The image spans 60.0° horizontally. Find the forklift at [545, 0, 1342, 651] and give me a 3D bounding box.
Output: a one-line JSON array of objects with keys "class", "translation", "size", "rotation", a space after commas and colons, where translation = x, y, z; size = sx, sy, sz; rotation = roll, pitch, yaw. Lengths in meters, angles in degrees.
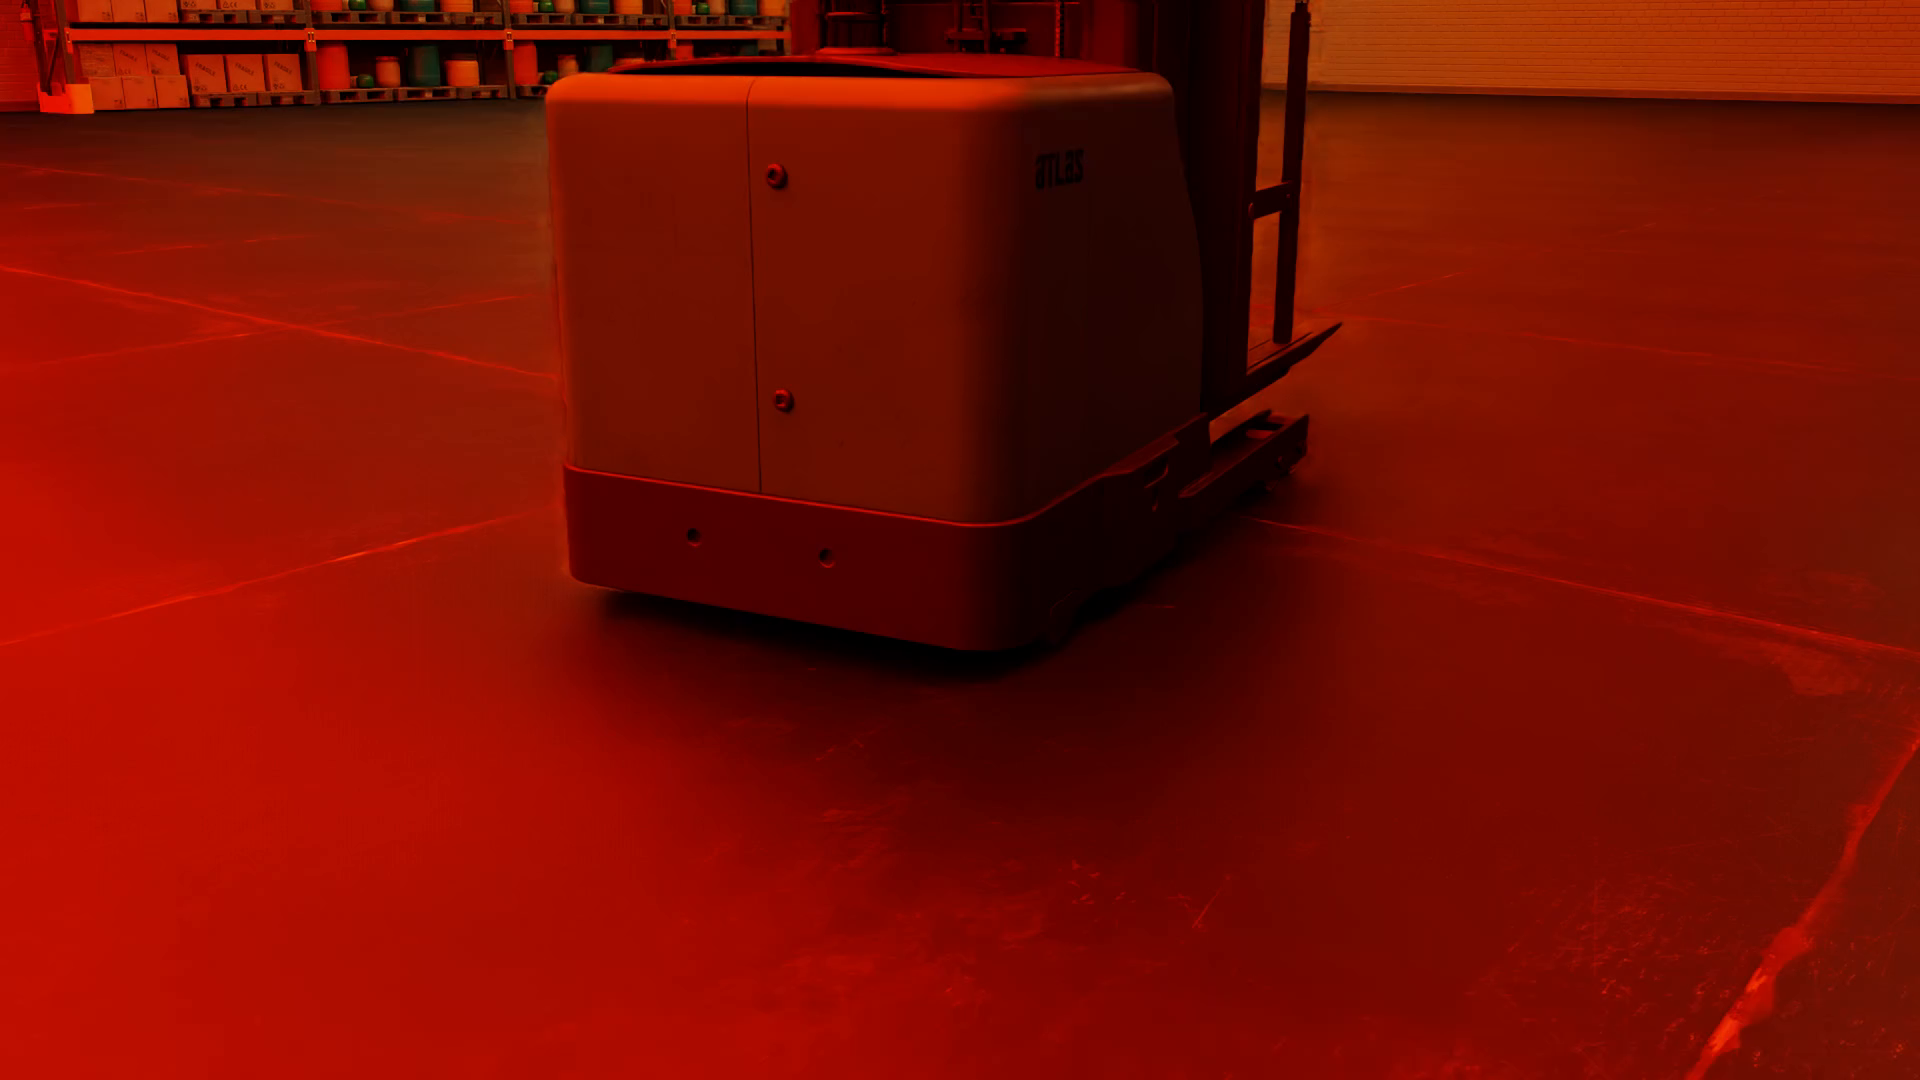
[{"class": "forklift", "translation": [0.300, -1.581, 4.103], "size": [1.130, 2.935, 3.031], "rotation": [8, 19, 26]}]
